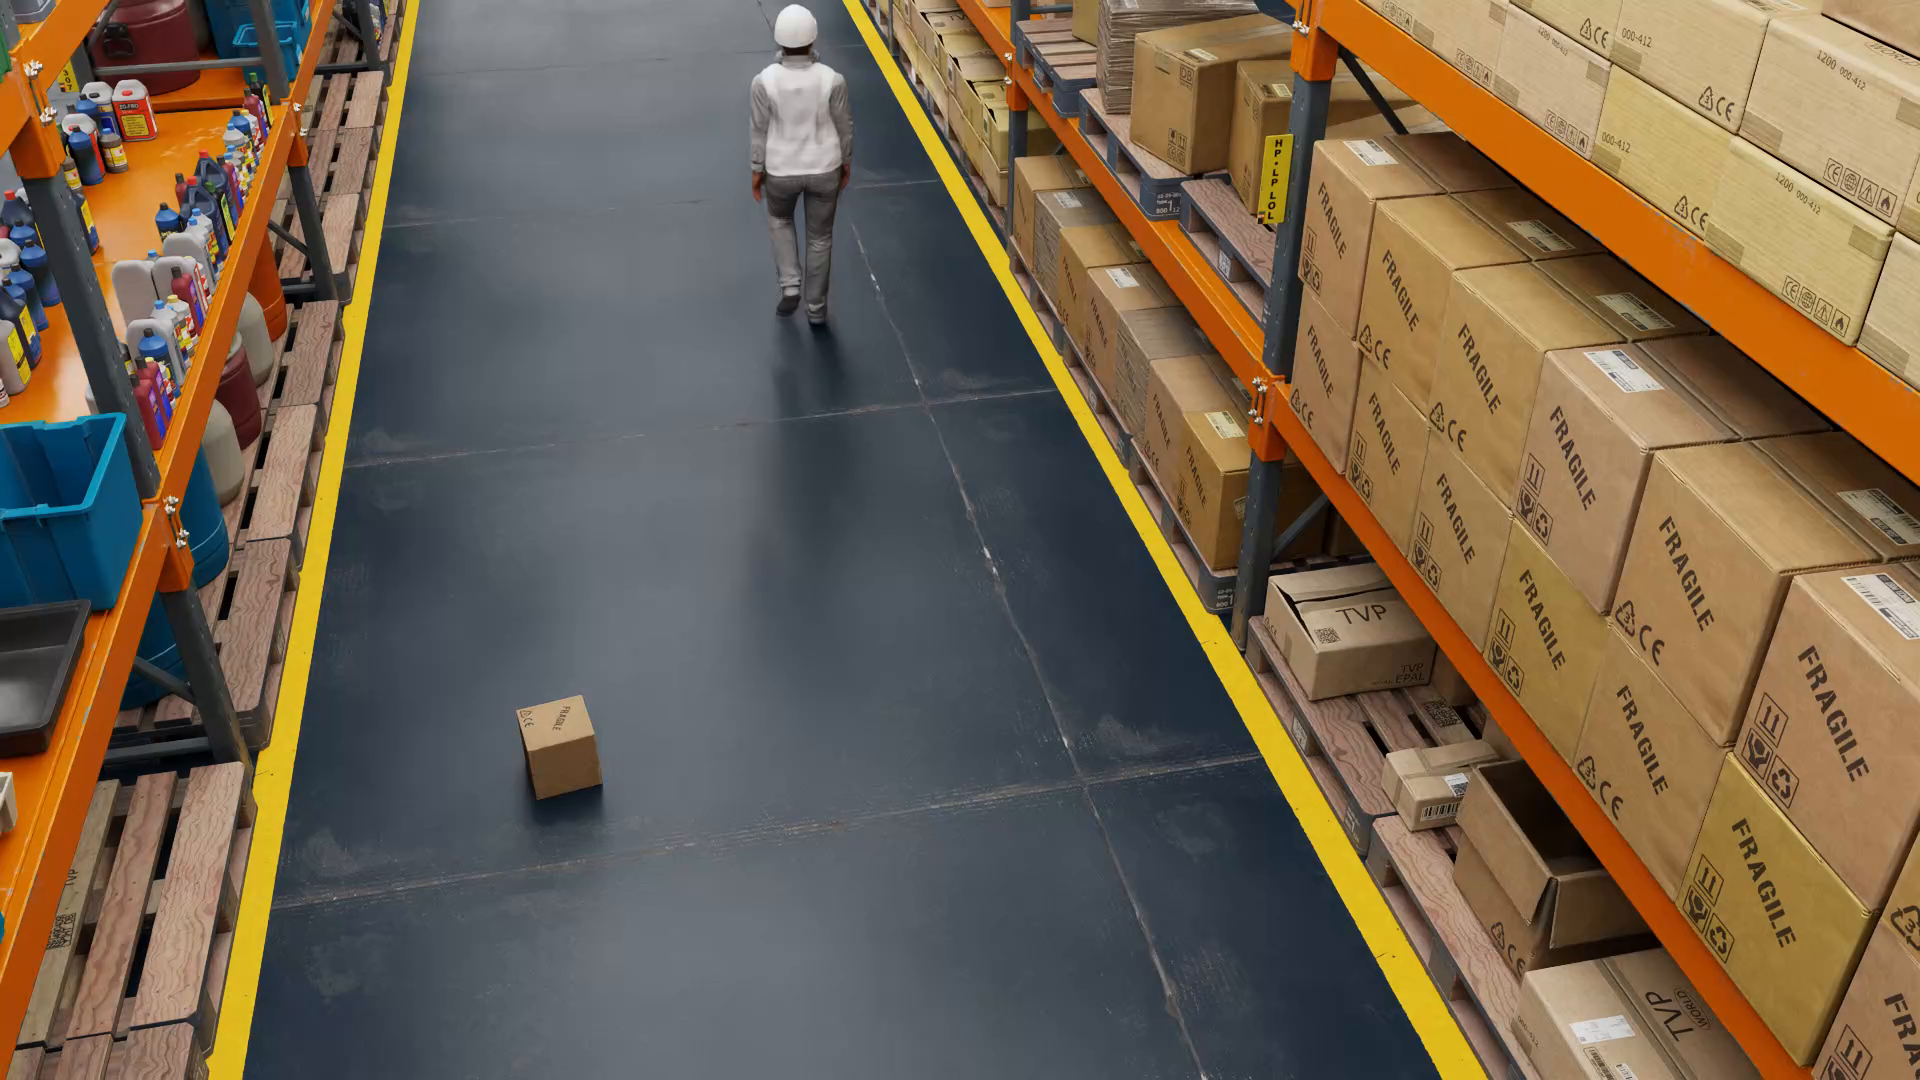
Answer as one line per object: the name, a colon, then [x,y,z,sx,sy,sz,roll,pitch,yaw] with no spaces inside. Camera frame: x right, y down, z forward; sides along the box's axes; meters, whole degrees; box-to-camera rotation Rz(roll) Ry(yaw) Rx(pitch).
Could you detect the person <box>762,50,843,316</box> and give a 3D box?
person: [-0.862,-1.990,9.159,0.450,1.474,0.477,-1,34,-2]
